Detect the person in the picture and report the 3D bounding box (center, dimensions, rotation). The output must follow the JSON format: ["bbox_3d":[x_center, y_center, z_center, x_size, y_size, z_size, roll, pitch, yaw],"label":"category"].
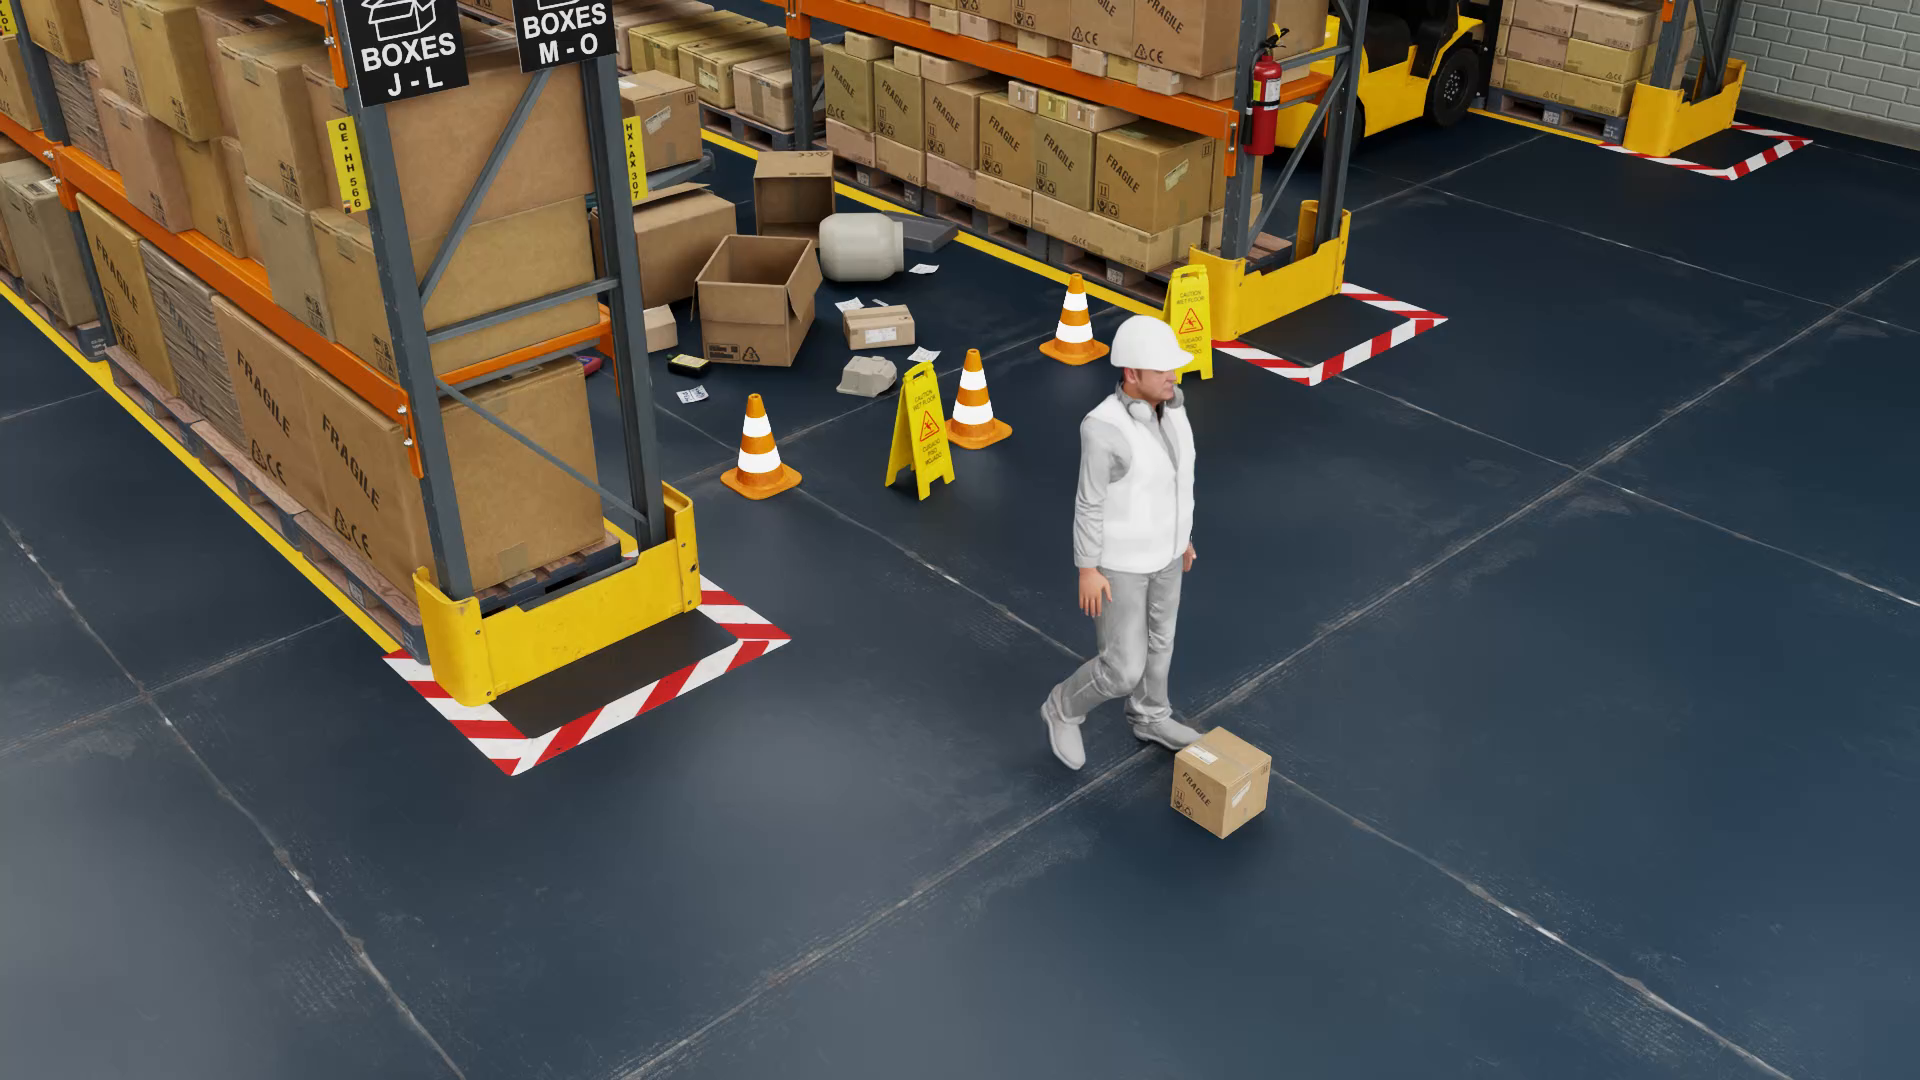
[{"bbox_3d":[0.639,0.038,6.009,0.535,1.778,0.605,24,39,33],"label":"person"}]
